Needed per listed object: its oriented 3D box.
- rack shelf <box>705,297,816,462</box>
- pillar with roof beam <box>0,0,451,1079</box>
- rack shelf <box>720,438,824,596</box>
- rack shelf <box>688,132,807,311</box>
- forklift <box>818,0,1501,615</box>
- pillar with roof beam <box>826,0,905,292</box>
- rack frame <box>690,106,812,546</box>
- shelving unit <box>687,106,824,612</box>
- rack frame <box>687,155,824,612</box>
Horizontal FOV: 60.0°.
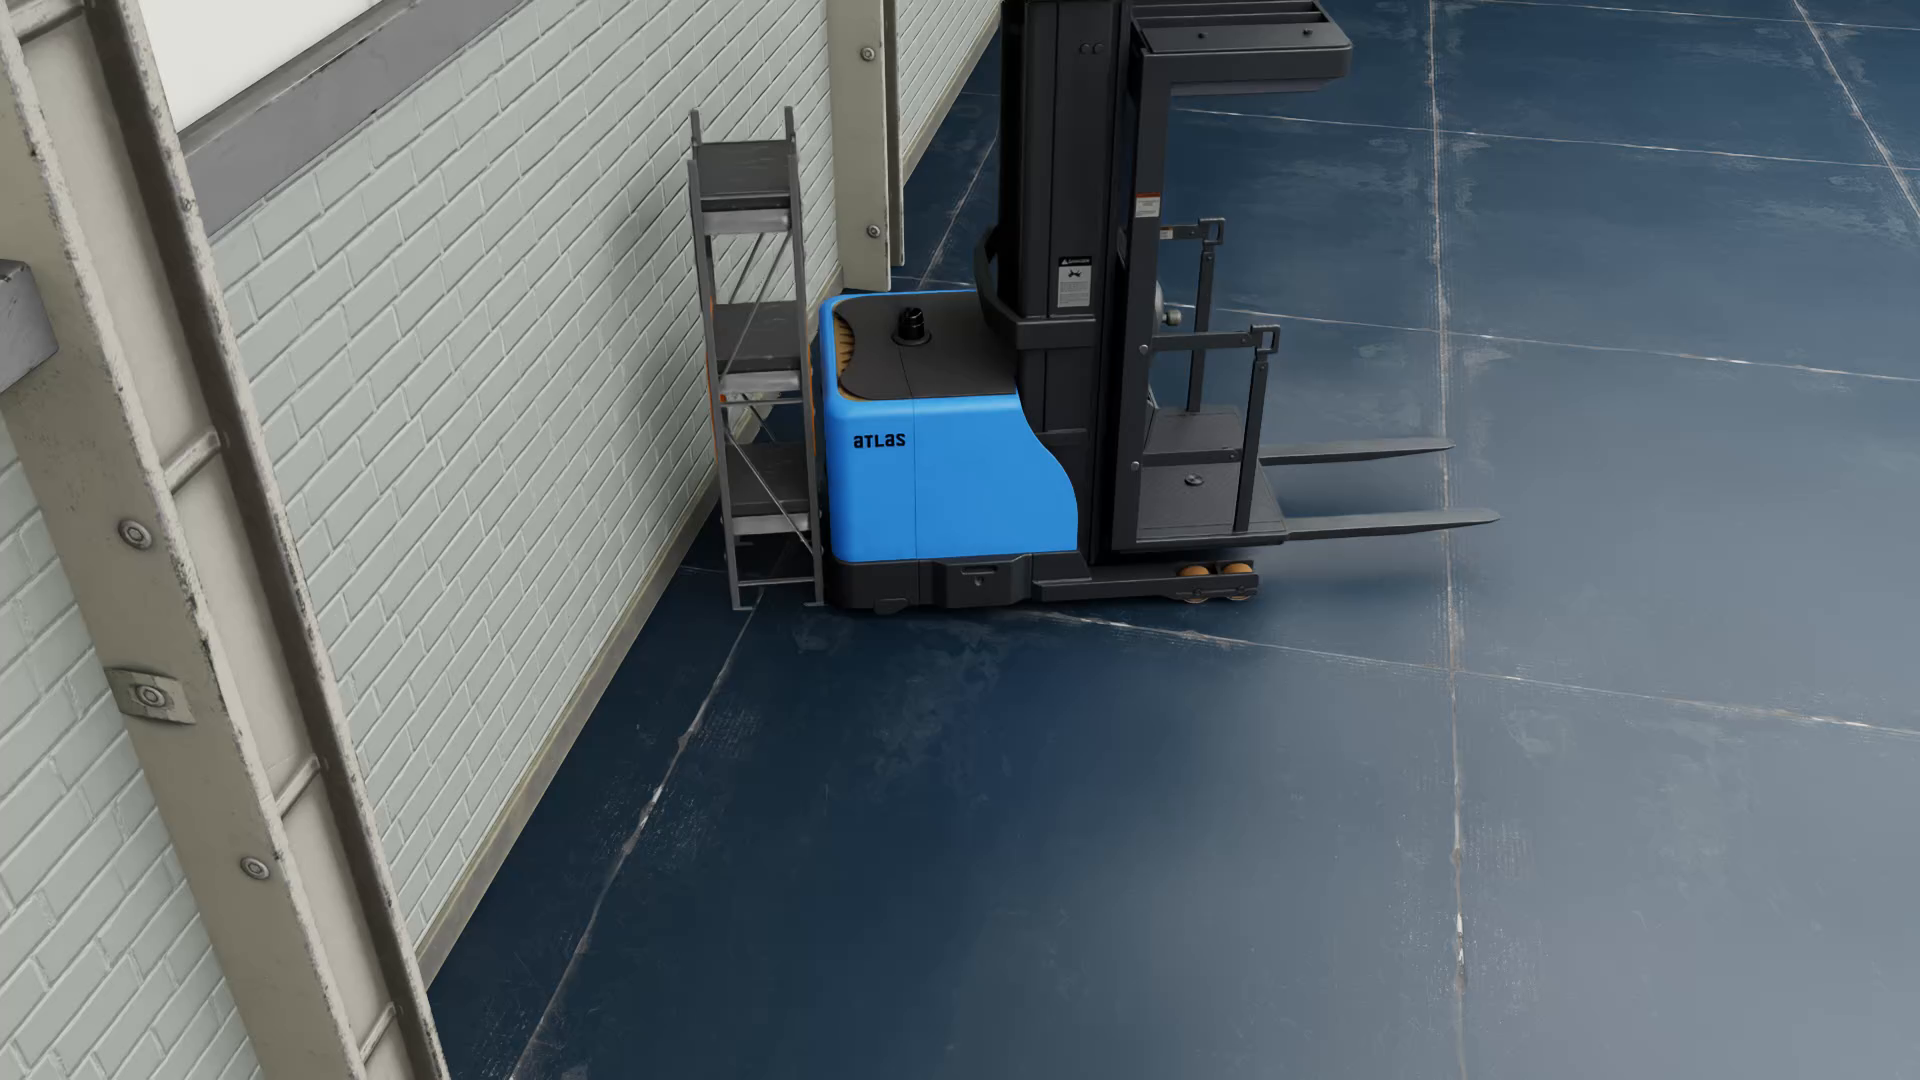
[{"bbox_3d":[-0.828,-0.683,6.927,0.431,0.518,0.480,-4,36,-5],"label":"rack shelf"},{"bbox_3d":[2.397,-1.252,1.810,9.100,9.000,0.400,7,37,10],"label":"pillar with roof beam"},{"bbox_3d":[-0.828,-0.117,7.338,0.431,0.518,0.480,-4,36,-5],"label":"rack shelf"},{"bbox_3d":[-0.828,-1.250,6.516,0.431,0.518,0.480,-4,36,-5],"label":"rack shelf"},{"bbox_3d":[0.905,-1.214,6.927,3.031,2.935,1.130,-3,36,-4],"label":"forklift"},{"bbox_3d":[3.678,-4.692,6.556,9.100,9.000,0.400,7,37,10],"label":"pillar with roof beam"},{"bbox_3d":[-0.854,-0.837,7.115,0.400,2.100,0.015,-4,36,-5],"label":"rack frame"},{"bbox_3d":[-0.828,-0.695,6.919,0.431,2.100,0.503,-4,36,-5],"label":"shelving unit"},{"bbox_3d":[-0.801,-0.552,6.723,0.400,2.100,0.015,-4,36,-5],"label":"rack frame"}]
